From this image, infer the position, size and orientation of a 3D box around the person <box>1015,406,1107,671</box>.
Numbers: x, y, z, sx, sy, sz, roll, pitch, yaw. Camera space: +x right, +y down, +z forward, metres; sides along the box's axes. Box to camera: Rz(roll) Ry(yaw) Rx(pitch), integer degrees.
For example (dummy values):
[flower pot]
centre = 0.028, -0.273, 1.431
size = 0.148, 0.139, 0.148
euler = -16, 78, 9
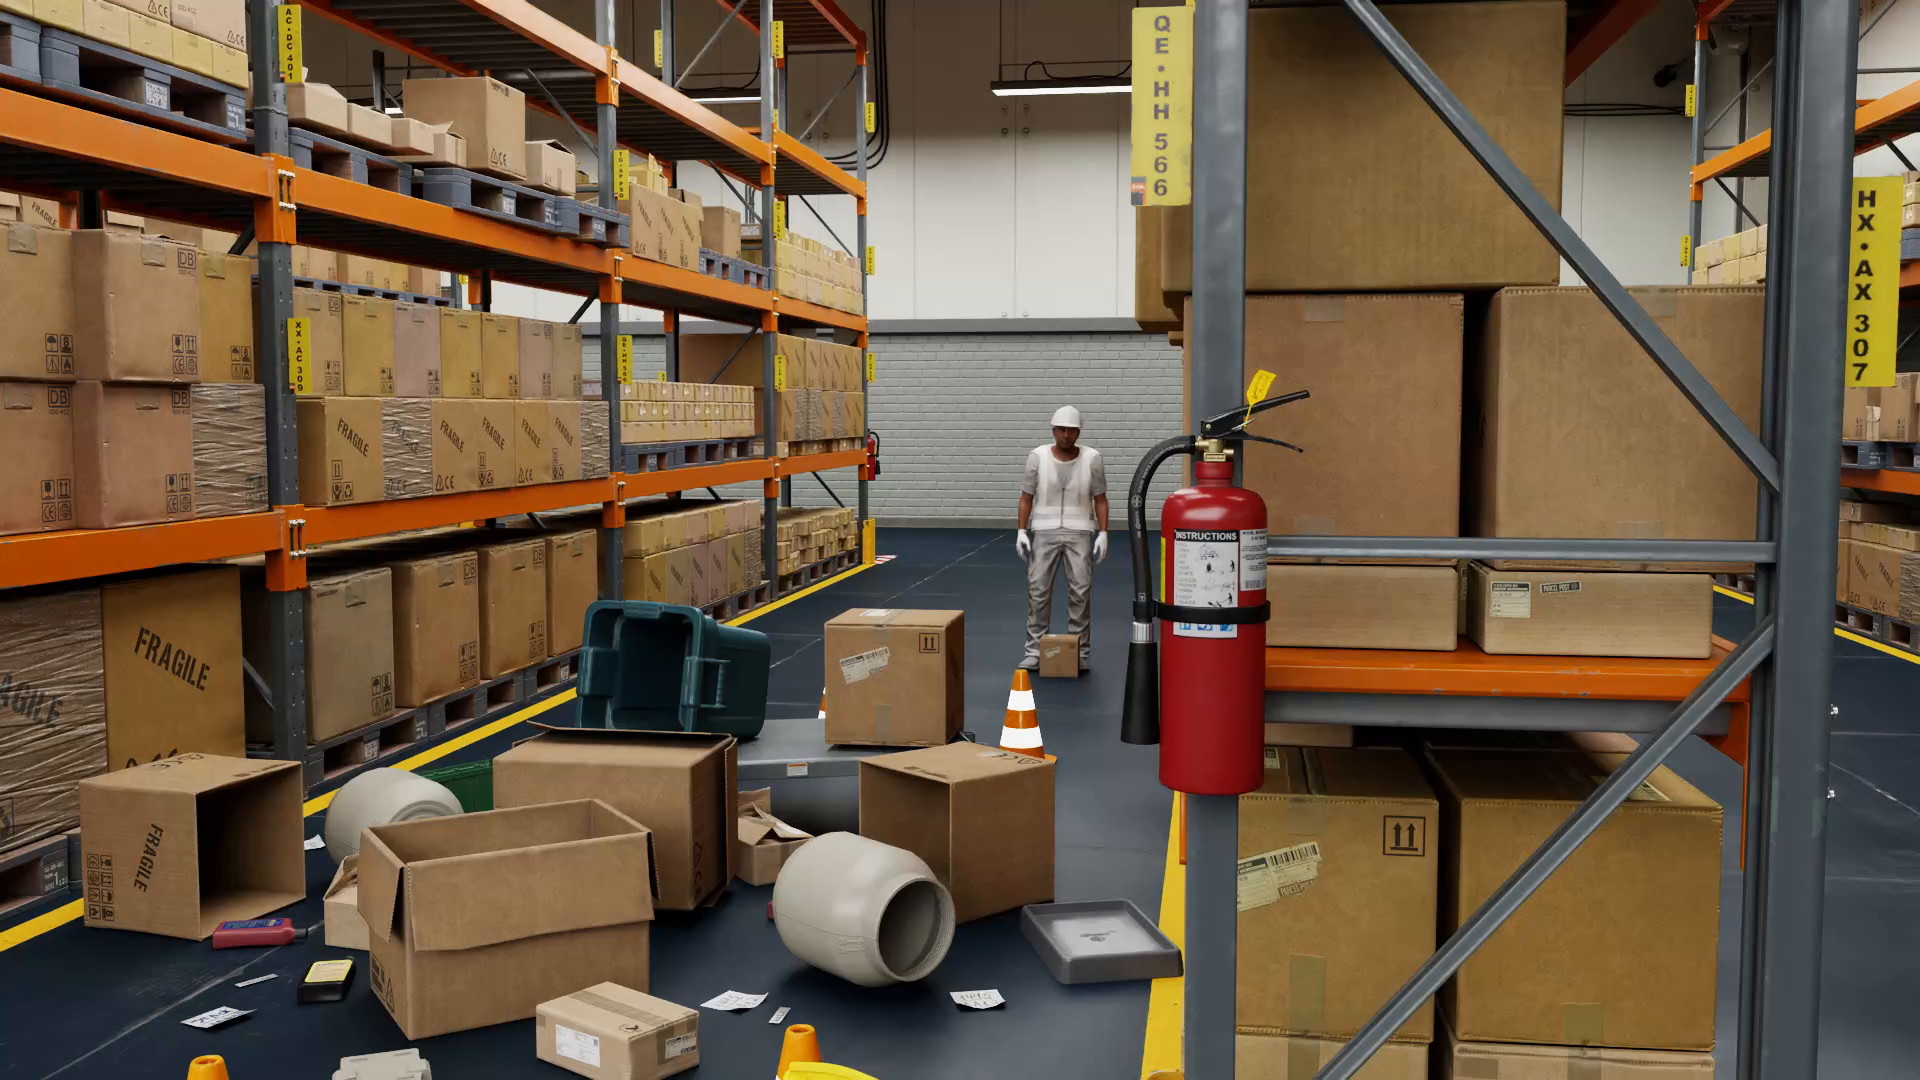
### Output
[person]
centre = 0.676, -0.012, 11.153
size = 0.617, 1.775, 0.446
euler = 1, 4, 9
